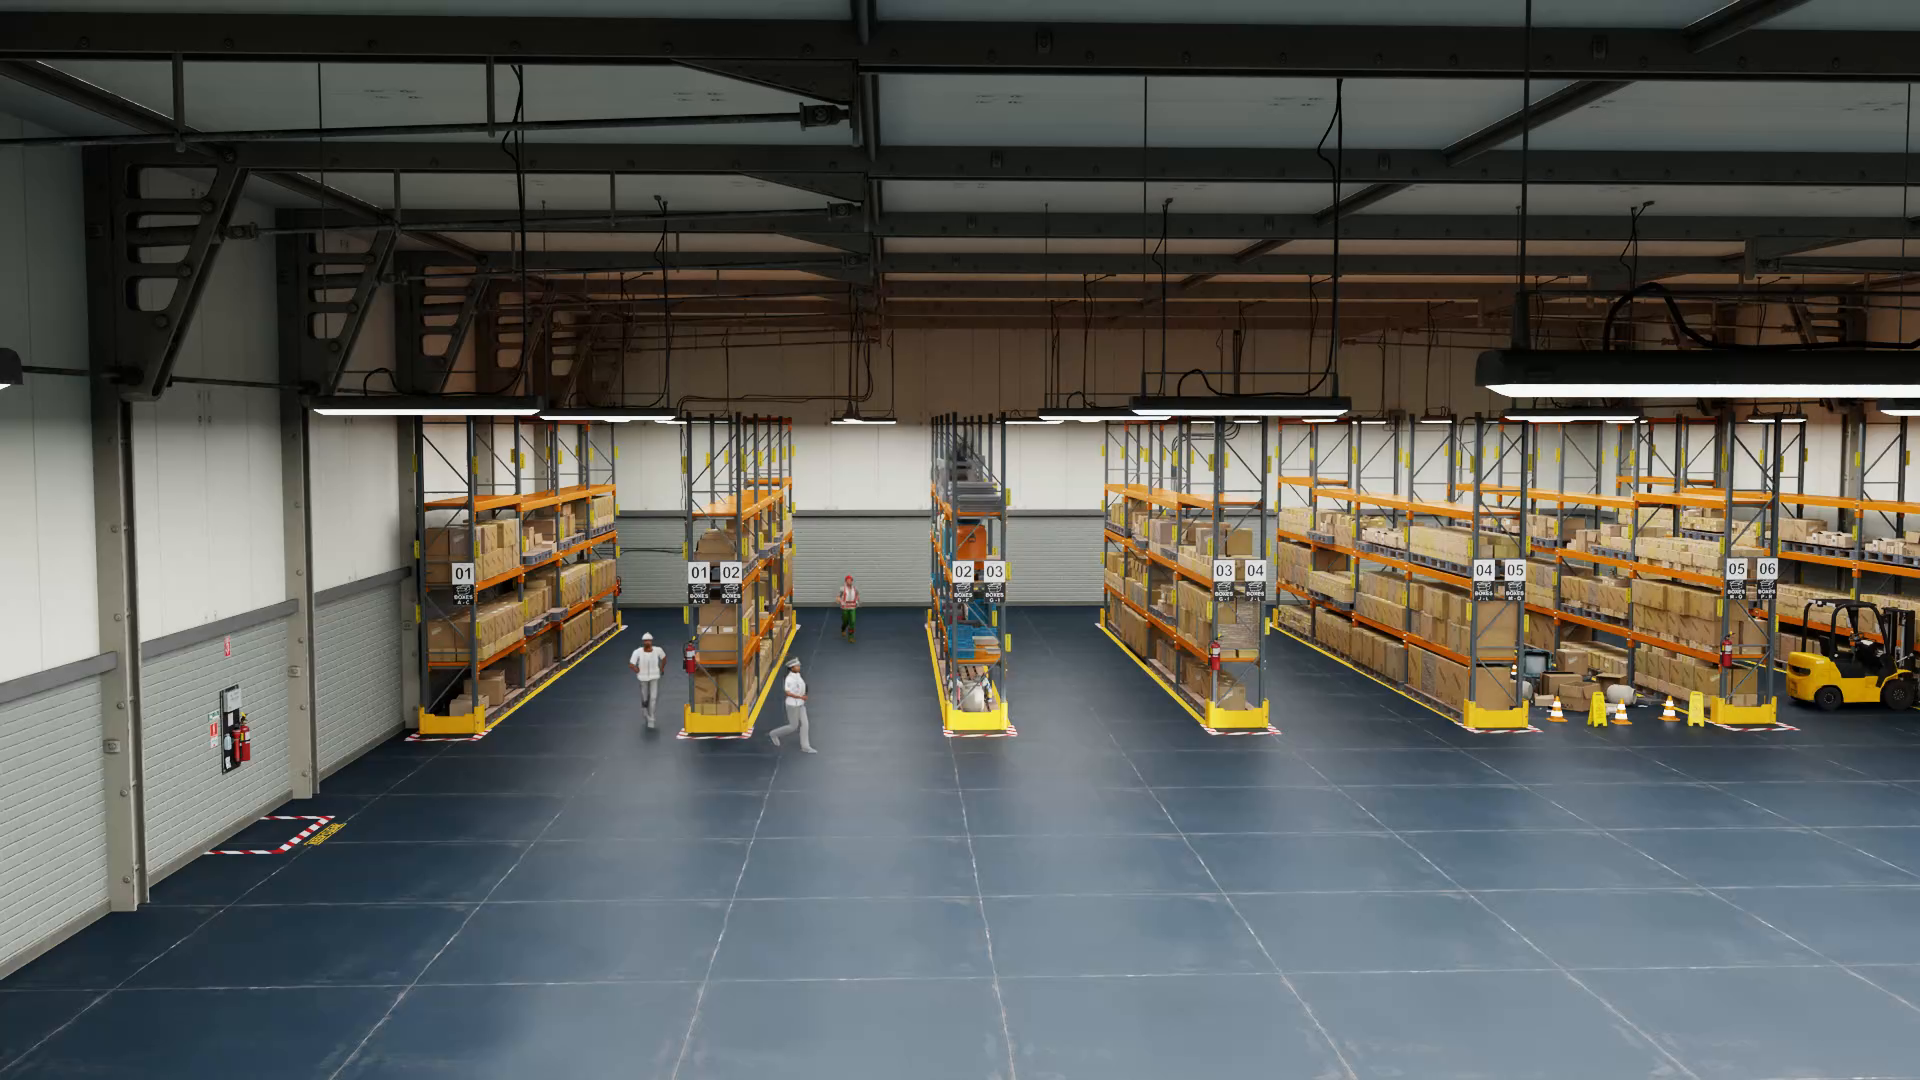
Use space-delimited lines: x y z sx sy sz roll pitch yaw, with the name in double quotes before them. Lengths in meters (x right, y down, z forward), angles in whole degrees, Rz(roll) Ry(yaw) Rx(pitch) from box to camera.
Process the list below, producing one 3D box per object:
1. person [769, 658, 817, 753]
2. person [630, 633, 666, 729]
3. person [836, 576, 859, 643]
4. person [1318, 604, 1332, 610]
"person" -2.912 2.893 29.176 0.879 1.676 0.590 1 4 17
"person" -5.978 2.669 31.893 0.700 1.771 0.963 -1 4 -11
"person" -2.957 1.824 44.193 0.667 1.763 0.860 -1 4 -20
"person" 10.624 1.550 48.431 0.764 1.729 0.961 -4 5 -44
